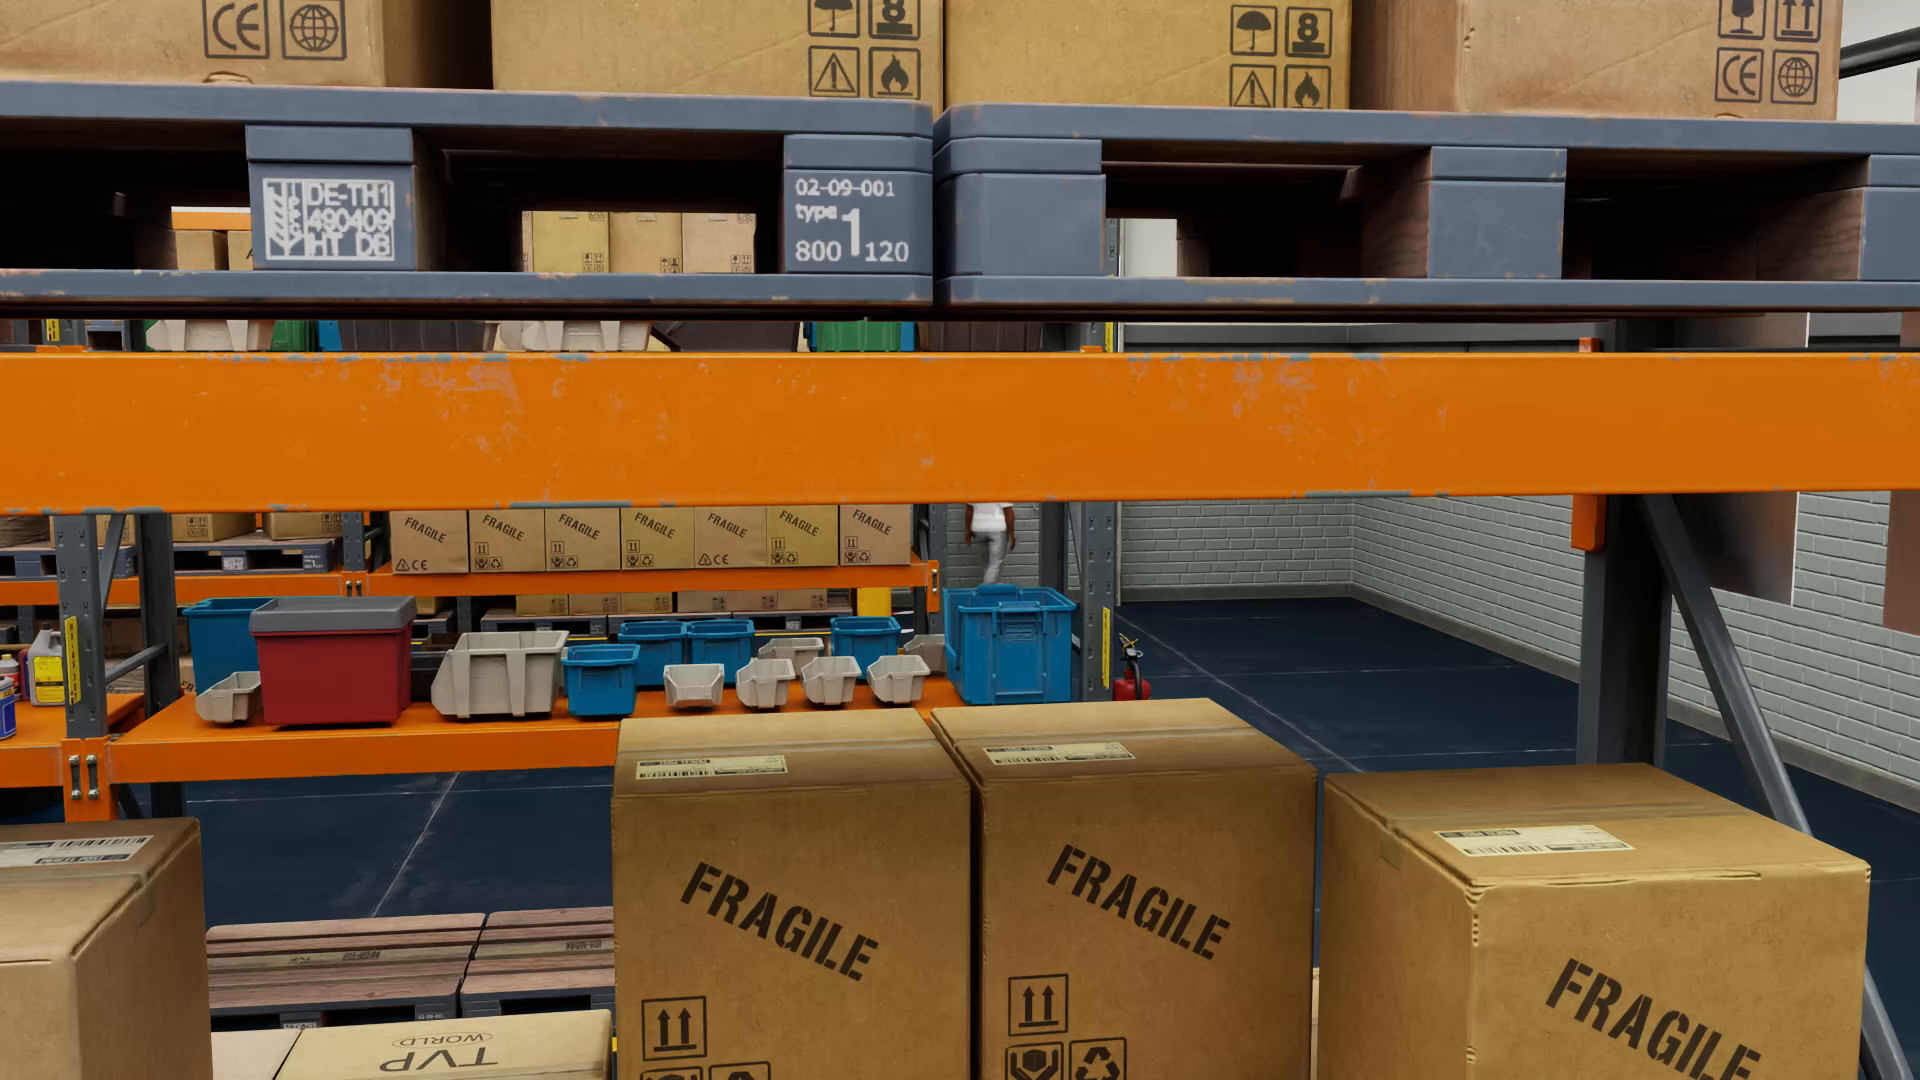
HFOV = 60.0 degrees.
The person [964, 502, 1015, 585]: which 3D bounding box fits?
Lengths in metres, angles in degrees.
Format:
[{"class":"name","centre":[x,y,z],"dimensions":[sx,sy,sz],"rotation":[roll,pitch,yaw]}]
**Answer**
[{"class":"person","centre":[0.358,-0.095,17.896],"dimensions":[0.585,1.771,0.626],"rotation":[4,8,32]}]
